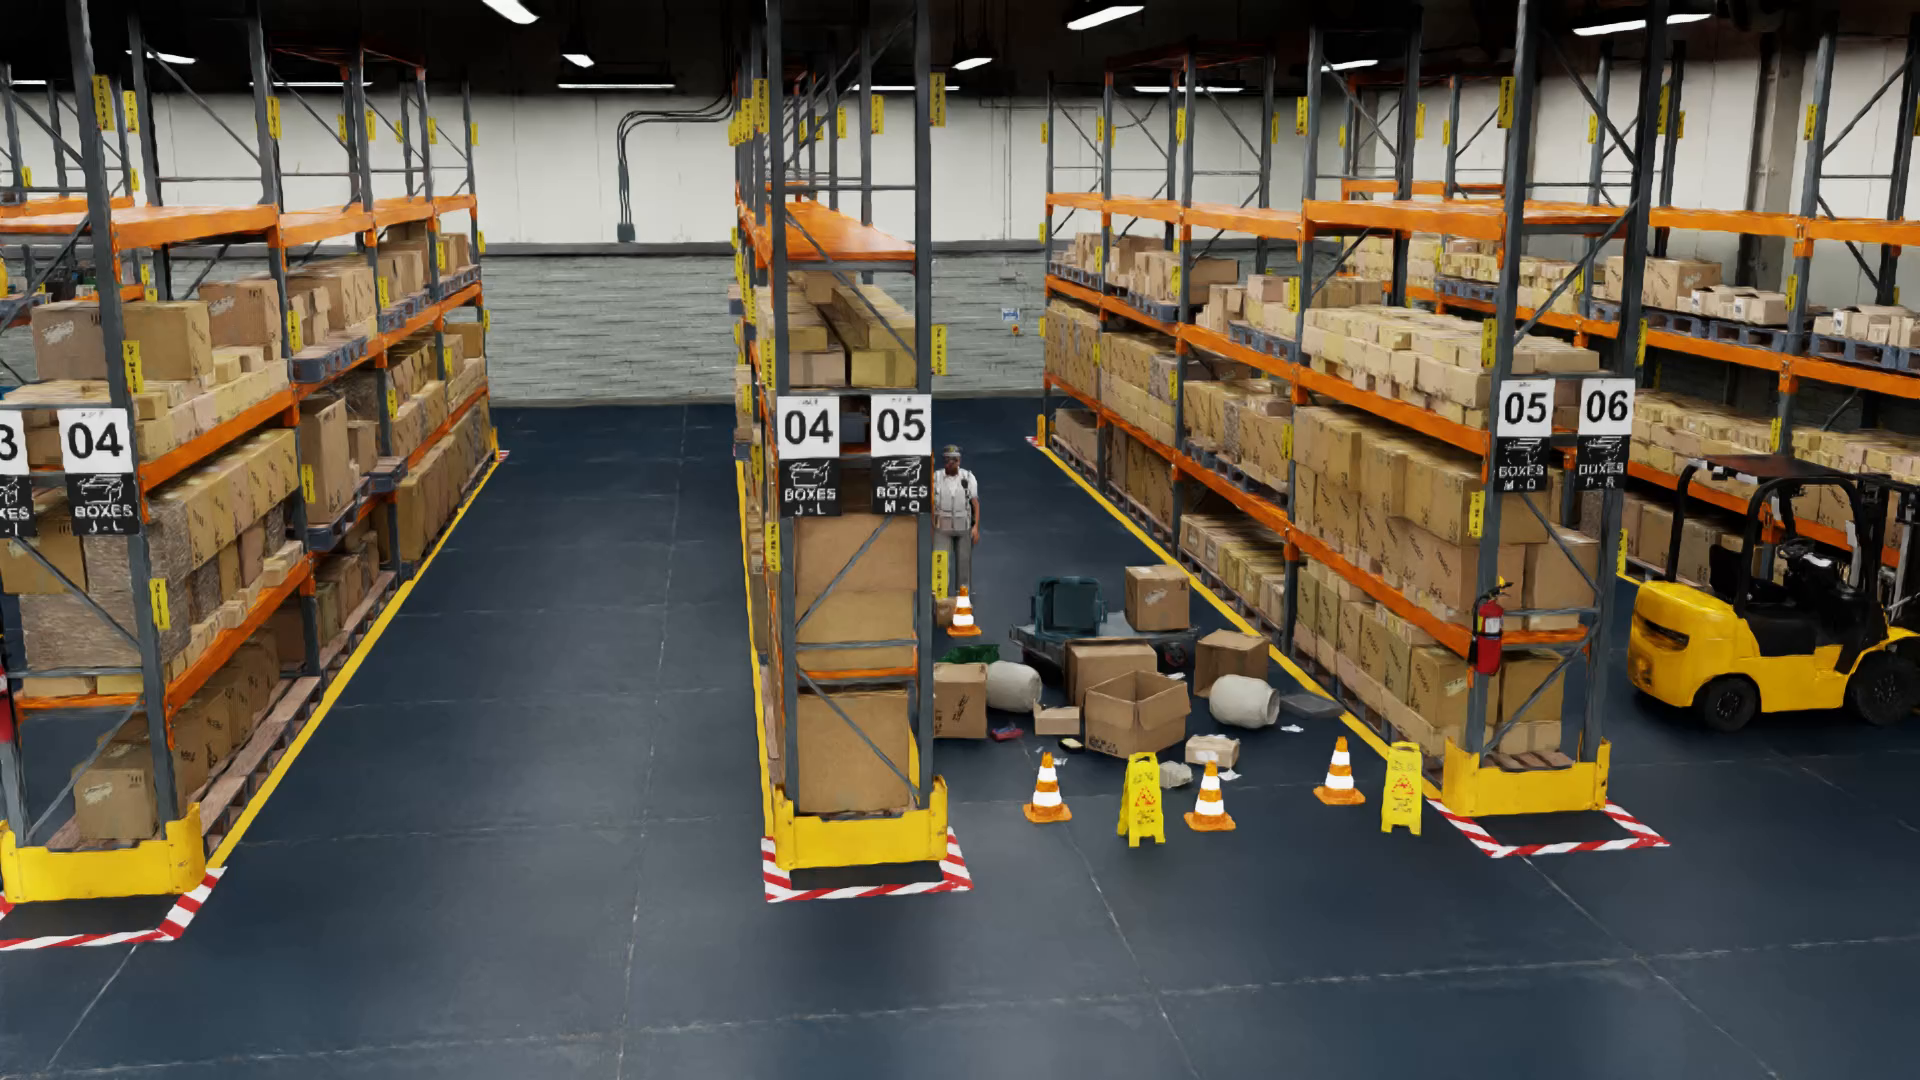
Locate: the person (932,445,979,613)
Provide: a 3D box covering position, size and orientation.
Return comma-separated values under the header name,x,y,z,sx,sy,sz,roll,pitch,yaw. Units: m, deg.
name,x,y,z,sx,sy,sz,roll,pitch,yaw
person,-0.076,-0.126,17.406,0.553,1.778,0.451,0,13,-1
